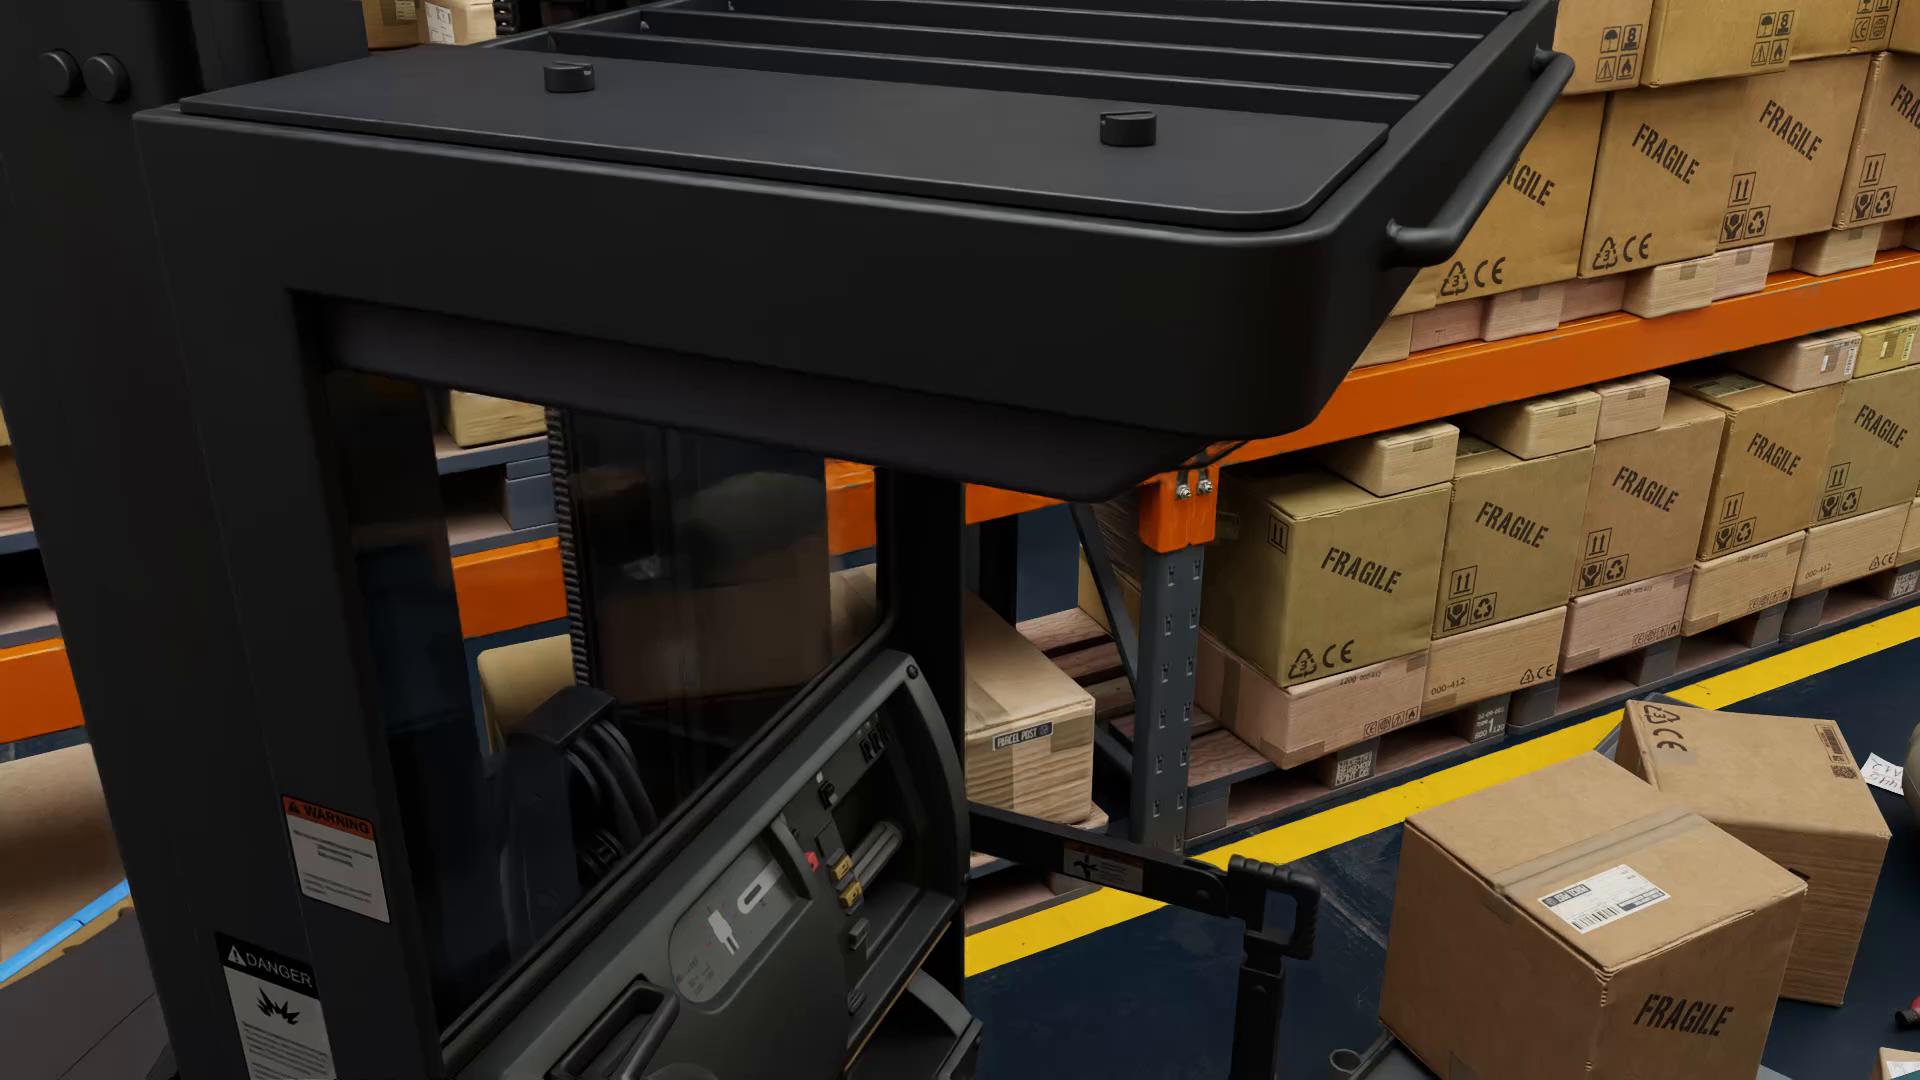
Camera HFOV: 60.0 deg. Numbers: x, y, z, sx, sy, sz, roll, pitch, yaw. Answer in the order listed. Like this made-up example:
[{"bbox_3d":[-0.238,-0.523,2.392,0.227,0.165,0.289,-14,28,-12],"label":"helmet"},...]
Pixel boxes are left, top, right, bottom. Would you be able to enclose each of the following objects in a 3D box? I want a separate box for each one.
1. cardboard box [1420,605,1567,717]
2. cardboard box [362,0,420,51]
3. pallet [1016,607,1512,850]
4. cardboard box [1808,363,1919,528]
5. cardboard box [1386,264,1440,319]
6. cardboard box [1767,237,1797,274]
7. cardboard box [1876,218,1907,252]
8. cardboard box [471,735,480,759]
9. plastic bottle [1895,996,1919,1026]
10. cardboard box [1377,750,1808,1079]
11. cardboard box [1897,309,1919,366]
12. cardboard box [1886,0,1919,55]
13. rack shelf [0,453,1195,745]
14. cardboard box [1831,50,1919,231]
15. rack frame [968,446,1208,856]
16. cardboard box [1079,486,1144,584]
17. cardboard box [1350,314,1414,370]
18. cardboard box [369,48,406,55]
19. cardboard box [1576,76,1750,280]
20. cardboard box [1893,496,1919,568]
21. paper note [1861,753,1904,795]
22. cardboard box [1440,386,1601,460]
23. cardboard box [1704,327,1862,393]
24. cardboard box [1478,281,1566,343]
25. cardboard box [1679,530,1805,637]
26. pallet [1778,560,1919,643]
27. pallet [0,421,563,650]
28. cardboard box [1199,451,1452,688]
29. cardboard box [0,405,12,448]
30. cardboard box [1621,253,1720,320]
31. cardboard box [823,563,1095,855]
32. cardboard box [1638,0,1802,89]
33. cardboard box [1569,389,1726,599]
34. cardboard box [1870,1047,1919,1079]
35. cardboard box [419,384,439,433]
[{"bbox_3d":[1.423,0.250,4.955,0.500,0.250,0.500,-11,28,-22],"label":"cardboard box"},{"bbox_3d":[-1.182,-1.110,3.401,0.250,0.149,0.380,-11,28,-22],"label":"cardboard box"},{"bbox_3d":[0.886,0.437,5.096,1.213,0.211,1.003,-13,29,-25],"label":"pallet"},{"bbox_3d":[2.796,-0.402,5.447,0.500,0.500,0.500,-12,28,-23],"label":"cardboard box"},{"bbox_3d":[0.829,-0.832,4.059,0.500,0.500,0.500,-13,29,-25],"label":"cardboard box"},{"bbox_3d":[2.252,-0.910,4.969,0.250,0.149,0.380,-13,29,-25],"label":"cardboard box"},{"bbox_3d":[2.697,-1.013,5.185,0.250,0.149,0.380,-13,28,-24],"label":"cardboard box"},{"bbox_3d":[-1.397,0.723,3.829,0.625,0.372,0.950,-12,28,-23],"label":"cardboard box"},{"bbox_3d":[2.331,1.108,3.871,0.283,0.061,0.133,-8,27,-16],"label":"plastic bottle"},{"bbox_3d":[1.174,0.789,3.154,0.500,0.500,0.500,-13,29,-25],"label":"cardboard box"},{"bbox_3d":[2.963,-0.702,5.322,0.250,0.149,0.380,-12,28,-24],"label":"cardboard box"},{"bbox_3d":[2.640,-1.684,4.677,0.500,0.500,0.700,-13,29,-26],"label":"cardboard box"},{"bbox_3d":[-1.455,0.062,3.487,4.000,0.370,1.077,-13,29,-25],"label":"rack shelf"},{"bbox_3d":[2.603,-1.247,4.923,0.500,0.500,0.500,-13,29,-25],"label":"cardboard box"},{"bbox_3d":[0.310,-0.670,4.180,0.127,3.000,1.000,-13,29,-25],"label":"rack frame"},{"bbox_3d":[0.706,-0.181,4.986,0.500,0.500,0.500,-13,29,-26],"label":"cardboard box"},{"bbox_3d":[0.937,-0.570,4.261,0.250,0.149,0.380,-12,28,-24],"label":"cardboard box"},{"bbox_3d":[-1.123,-0.855,3.620,0.500,0.500,0.500,-13,29,-25],"label":"cardboard box"},{"bbox_3d":[1.710,-1.041,4.493,0.500,0.500,0.500,-13,29,-26],"label":"cardboard box"},{"bbox_3d":[3.232,-0.162,5.814,0.500,0.250,0.500,-13,29,-25],"label":"cardboard box"},{"bbox_3d":[2.688,0.676,4.806,0.142,0.019,0.148,21,33,37],"label":"paper note"},{"bbox_3d":[1.549,-0.375,4.641,0.250,0.149,0.380,-12,28,-23],"label":"cardboard box"},{"bbox_3d":[2.506,-0.599,5.107,0.250,0.149,0.380,-12,28,-23],"label":"cardboard box"},{"bbox_3d":[1.392,-0.672,4.475,0.250,0.149,0.380,-12,28,-24],"label":"cardboard box"},{"bbox_3d":[2.333,0.044,5.384,0.500,0.250,0.500,-14,29,-27],"label":"cardboard box"},{"bbox_3d":[3.039,-0.060,6.131,1.213,0.211,1.003,-13,29,-25],"label":"pallet"},{"bbox_3d":[-1.492,-0.188,3.397,1.213,0.211,1.003,-13,29,-25],"label":"pallet"},{"bbox_3d":[0.958,0.025,4.557,0.500,0.500,0.500,-12,28,-23],"label":"cardboard box"},{"bbox_3d":[-1.792,-0.447,2.770,0.500,0.500,0.500,-12,28,-24],"label":"cardboard box"},{"bbox_3d":[1.872,-0.755,4.648,0.250,0.149,0.380,-13,28,-25],"label":"cardboard box"},{"bbox_3d":[-0.152,0.433,4.433,0.625,0.372,0.950,-13,28,-24],"label":"cardboard box"},{"bbox_3d":[1.717,-1.494,4.282,0.500,0.500,0.700,-14,29,-26],"label":"cardboard box"},{"bbox_3d":[1.883,-0.193,5.012,0.500,0.500,0.500,-11,28,-22],"label":"cardboard box"},{"bbox_3d":[2.039,1.216,3.410,0.258,0.266,0.396,10,27,20],"label":"cardboard box"},{"bbox_3d":[-1.202,-0.319,3.254,0.250,0.149,0.380,-14,29,-27],"label":"cardboard box"}]
